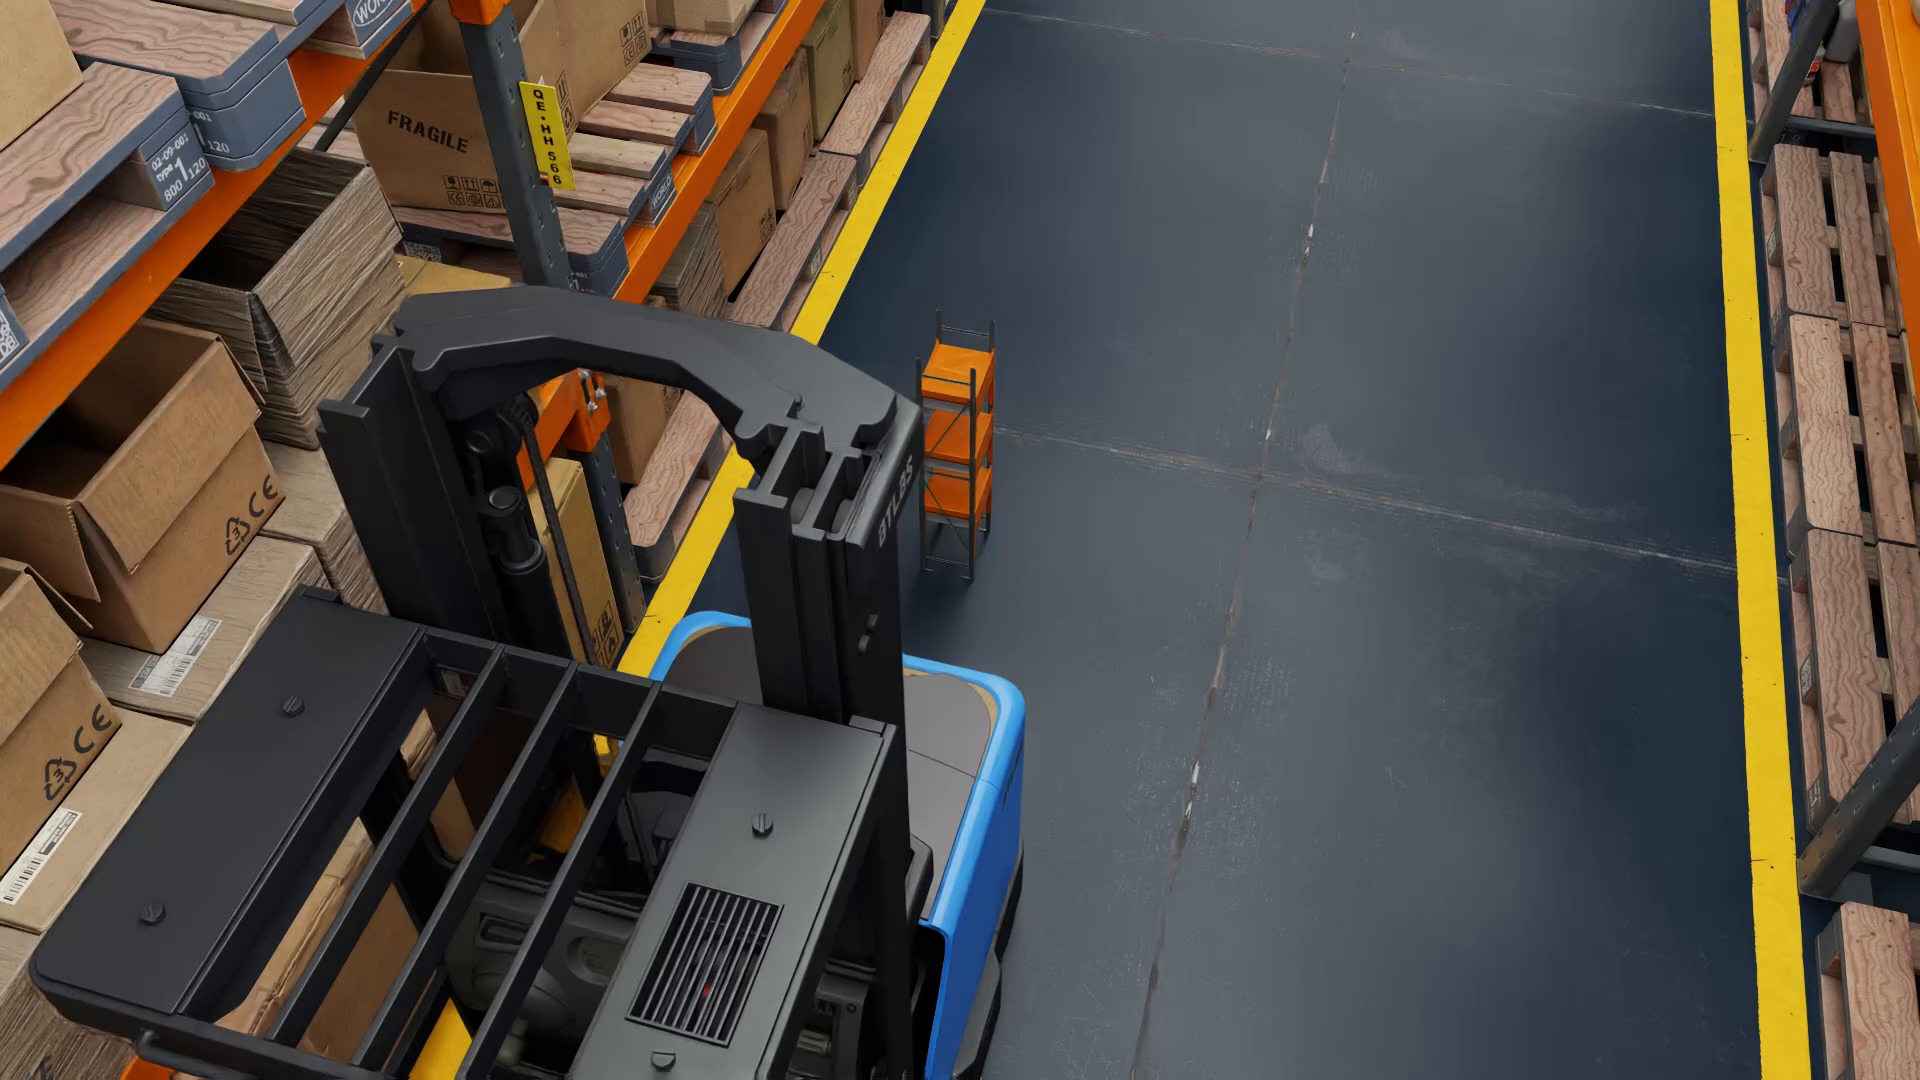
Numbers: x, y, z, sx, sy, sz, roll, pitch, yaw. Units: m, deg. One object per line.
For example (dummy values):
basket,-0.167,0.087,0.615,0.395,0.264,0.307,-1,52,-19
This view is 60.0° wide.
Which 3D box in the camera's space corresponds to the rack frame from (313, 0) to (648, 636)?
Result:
rack frame,-1.630,-0.793,4.949,1.000,3.000,0.127,12,50,10

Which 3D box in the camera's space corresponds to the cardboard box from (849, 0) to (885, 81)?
cardboard box,-0.760,-2.565,7.887,0.700,0.500,0.500,8,49,7

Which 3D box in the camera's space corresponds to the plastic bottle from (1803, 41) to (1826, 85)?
plastic bottle,3.996,-2.253,7.810,0.097,0.201,0.097,0,49,0

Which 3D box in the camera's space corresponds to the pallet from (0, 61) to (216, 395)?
pallet,-2.040,-0.438,2.761,1.003,0.211,1.213,14,50,12

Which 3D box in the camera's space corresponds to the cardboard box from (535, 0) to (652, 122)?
cardboard box,-1.476,-1.787,5.480,0.700,0.500,0.500,18,51,16

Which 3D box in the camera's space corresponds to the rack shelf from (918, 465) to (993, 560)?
rack shelf,-0.014,-0.118,6.039,0.215,0.259,0.240,12,50,10

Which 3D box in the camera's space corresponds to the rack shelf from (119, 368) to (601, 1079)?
rack shelf,-2.157,0.891,3.942,1.077,0.370,4.000,12,50,10

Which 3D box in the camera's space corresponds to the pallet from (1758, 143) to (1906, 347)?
pallet,4.031,-1.211,7.178,1.003,0.211,1.213,12,50,10

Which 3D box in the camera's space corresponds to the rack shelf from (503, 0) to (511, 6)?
rack shelf,-1.104,-2.994,5.371,1.077,0.370,4.000,12,50,10

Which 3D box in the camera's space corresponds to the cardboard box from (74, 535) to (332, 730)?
cardboard box,-1.792,0.315,3.904,0.500,0.500,0.500,10,49,9

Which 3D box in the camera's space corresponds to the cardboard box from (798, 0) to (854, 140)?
cardboard box,-0.904,-2.224,7.586,0.700,0.500,0.500,11,50,10

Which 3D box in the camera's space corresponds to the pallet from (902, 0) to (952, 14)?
pallet,-0.435,-3.257,8.983,1.003,0.211,1.213,12,50,10

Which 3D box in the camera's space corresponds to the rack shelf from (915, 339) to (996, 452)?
rack shelf,-0.014,-0.489,5.617,0.215,0.259,0.240,12,50,10

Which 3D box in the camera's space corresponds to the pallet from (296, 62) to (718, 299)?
pallet,-1.546,-1.266,5.495,1.213,0.211,1.003,12,50,10

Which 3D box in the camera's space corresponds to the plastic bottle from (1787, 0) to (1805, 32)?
plastic bottle,4.143,-2.640,8.052,0.144,0.351,0.185,9,49,8

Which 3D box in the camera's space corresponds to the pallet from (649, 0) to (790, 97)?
pallet,-1.149,-2.170,6.292,1.003,0.211,1.213,12,50,10

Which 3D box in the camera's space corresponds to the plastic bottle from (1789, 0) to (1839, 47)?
plastic bottle,4.092,-2.501,7.930,0.144,0.351,0.185,10,49,9

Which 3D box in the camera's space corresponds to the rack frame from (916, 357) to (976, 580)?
rack frame,-0.046,-0.220,5.744,0.200,1.050,0.008,12,50,10

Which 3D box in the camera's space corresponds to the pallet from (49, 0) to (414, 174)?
pallet,-1.749,-1.247,3.475,1.213,0.211,1.003,14,50,12

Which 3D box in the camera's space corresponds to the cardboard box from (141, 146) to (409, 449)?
cardboard box,-1.838,-0.633,4.072,0.797,0.503,0.637,13,50,11

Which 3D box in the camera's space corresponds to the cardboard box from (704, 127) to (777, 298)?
cardboard box,-1.197,-1.415,6.872,0.700,0.500,0.500,15,50,13

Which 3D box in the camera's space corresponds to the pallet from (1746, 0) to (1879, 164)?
pallet,4.418,-2.264,8.107,1.003,0.211,1.213,12,50,10

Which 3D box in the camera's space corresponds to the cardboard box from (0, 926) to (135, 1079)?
cardboard box,-2.057,1.058,3.249,0.500,0.500,0.500,11,49,9

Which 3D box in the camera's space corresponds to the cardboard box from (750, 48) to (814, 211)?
cardboard box,-1.051,-1.819,7.229,0.700,0.500,0.500,8,49,7

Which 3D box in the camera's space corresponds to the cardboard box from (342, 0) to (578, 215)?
cardboard box,-1.527,-1.364,5.106,0.500,0.500,0.500,6,49,5

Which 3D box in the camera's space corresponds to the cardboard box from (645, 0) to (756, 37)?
cardboard box,-0.967,-2.049,5.878,0.500,0.250,0.500,10,49,9

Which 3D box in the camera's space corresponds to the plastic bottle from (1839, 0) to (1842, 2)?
plastic bottle,4.292,-2.604,8.071,0.152,0.276,0.135,12,50,10

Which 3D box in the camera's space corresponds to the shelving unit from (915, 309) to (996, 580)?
shelving unit,-0.014,-0.309,5.822,0.215,1.050,0.252,12,50,10

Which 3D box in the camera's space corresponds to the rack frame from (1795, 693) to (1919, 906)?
rack frame,3.148,0.184,4.087,1.000,3.000,0.127,12,50,10

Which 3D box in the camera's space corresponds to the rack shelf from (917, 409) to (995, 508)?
rack shelf,-0.014,-0.302,5.830,0.215,0.259,0.240,12,50,10

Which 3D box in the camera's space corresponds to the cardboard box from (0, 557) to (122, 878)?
cardboard box,-2.183,0.325,3.227,0.797,0.503,0.637,13,50,11

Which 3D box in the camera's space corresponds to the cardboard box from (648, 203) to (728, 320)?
cardboard box,-1.340,-1.004,6.509,0.700,0.500,0.500,8,49,7

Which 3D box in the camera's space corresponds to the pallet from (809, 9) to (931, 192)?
pallet,-0.781,-2.200,8.051,1.003,0.211,1.213,12,50,10

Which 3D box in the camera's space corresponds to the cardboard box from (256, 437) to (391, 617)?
cardboard box,-1.658,-0.061,4.236,0.500,0.500,0.500,11,50,10

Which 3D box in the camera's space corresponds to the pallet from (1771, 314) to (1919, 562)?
pallet,3.712,-0.325,6.396,1.003,0.211,1.213,12,50,10

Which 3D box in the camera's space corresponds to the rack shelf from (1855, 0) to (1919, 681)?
rack shelf,3.674,-1.024,5.633,1.077,0.370,4.000,12,50,10

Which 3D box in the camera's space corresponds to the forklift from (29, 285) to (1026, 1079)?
forklift,-0.704,1.086,3.337,1.130,2.935,3.031,12,50,11

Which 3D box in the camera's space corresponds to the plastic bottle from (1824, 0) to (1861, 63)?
plastic bottle,4.231,-2.472,7.905,0.144,0.351,0.185,12,50,10

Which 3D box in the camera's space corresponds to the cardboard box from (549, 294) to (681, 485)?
cardboard box,-1.473,-0.600,6.153,0.700,0.500,0.500,9,49,8

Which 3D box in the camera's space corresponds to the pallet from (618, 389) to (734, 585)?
pallet,-1.423,-0.435,6.493,1.003,0.211,1.213,12,50,10

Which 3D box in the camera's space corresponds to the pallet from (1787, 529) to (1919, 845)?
pallet,3.389,0.554,5.620,1.003,0.211,1.213,12,50,10

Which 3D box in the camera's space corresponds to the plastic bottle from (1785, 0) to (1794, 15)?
plastic bottle,4.145,-2.743,8.189,0.061,0.283,0.133,15,50,13

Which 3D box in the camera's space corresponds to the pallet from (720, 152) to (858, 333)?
pallet,-1.100,-1.315,7.270,1.003,0.211,1.213,12,50,10

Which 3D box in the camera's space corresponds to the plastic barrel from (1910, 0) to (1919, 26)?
plastic barrel,3.737,-2.105,6.017,0.433,0.535,0.433,0,49,0

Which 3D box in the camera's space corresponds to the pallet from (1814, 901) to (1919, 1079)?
pallet,2.981,1.685,4.622,1.003,0.211,1.213,12,50,10

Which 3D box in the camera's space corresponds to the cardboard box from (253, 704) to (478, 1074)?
cardboard box,-2.074,0.909,4.584,1.225,0.875,0.875,12,50,10

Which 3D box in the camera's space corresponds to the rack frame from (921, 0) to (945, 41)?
rack frame,-0.578,-3.686,7.503,1.000,3.000,0.127,12,50,10

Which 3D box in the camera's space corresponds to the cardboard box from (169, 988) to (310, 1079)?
cardboard box,-2.300,1.551,4.018,1.225,0.875,0.875,10,49,9

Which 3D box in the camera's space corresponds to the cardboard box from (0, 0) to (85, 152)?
cardboard box,-1.864,-0.861,2.662,0.500,0.500,0.500,14,50,12

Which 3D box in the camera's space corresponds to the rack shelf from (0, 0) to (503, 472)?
rack shelf,-2.157,-0.101,2.818,1.077,0.370,4.000,12,50,10

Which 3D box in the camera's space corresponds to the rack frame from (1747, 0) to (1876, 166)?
rack frame,4.201,-2.709,6.640,1.000,3.000,0.127,12,50,10

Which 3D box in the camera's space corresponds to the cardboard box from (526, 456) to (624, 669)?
cardboard box,-1.832,0.266,5.152,1.225,0.875,0.875,9,49,8

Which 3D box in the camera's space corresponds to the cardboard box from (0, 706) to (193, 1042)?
cardboard box,-1.926,0.683,3.580,0.500,0.500,0.500,12,50,11

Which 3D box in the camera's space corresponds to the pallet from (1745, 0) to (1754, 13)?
pallet,4.737,-3.149,8.889,1.003,0.211,1.213,12,50,10

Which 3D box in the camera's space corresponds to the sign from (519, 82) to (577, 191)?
sign,-1.094,-1.069,4.421,0.100,0.325,0.005,12,50,10

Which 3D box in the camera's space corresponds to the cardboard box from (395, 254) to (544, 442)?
cardboard box,-1.521,-0.420,4.554,0.500,0.500,0.500,13,50,11

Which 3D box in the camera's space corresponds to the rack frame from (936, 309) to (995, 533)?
rack frame,0.018,-0.397,5.900,0.200,1.050,0.008,12,50,10

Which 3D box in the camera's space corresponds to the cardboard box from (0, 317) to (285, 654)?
cardboard box,-2.013,-0.162,3.656,0.797,0.503,0.637,13,50,11

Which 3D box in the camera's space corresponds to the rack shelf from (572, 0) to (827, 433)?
rack shelf,-1.104,-2.002,6.496,1.077,0.370,4.000,12,50,10
